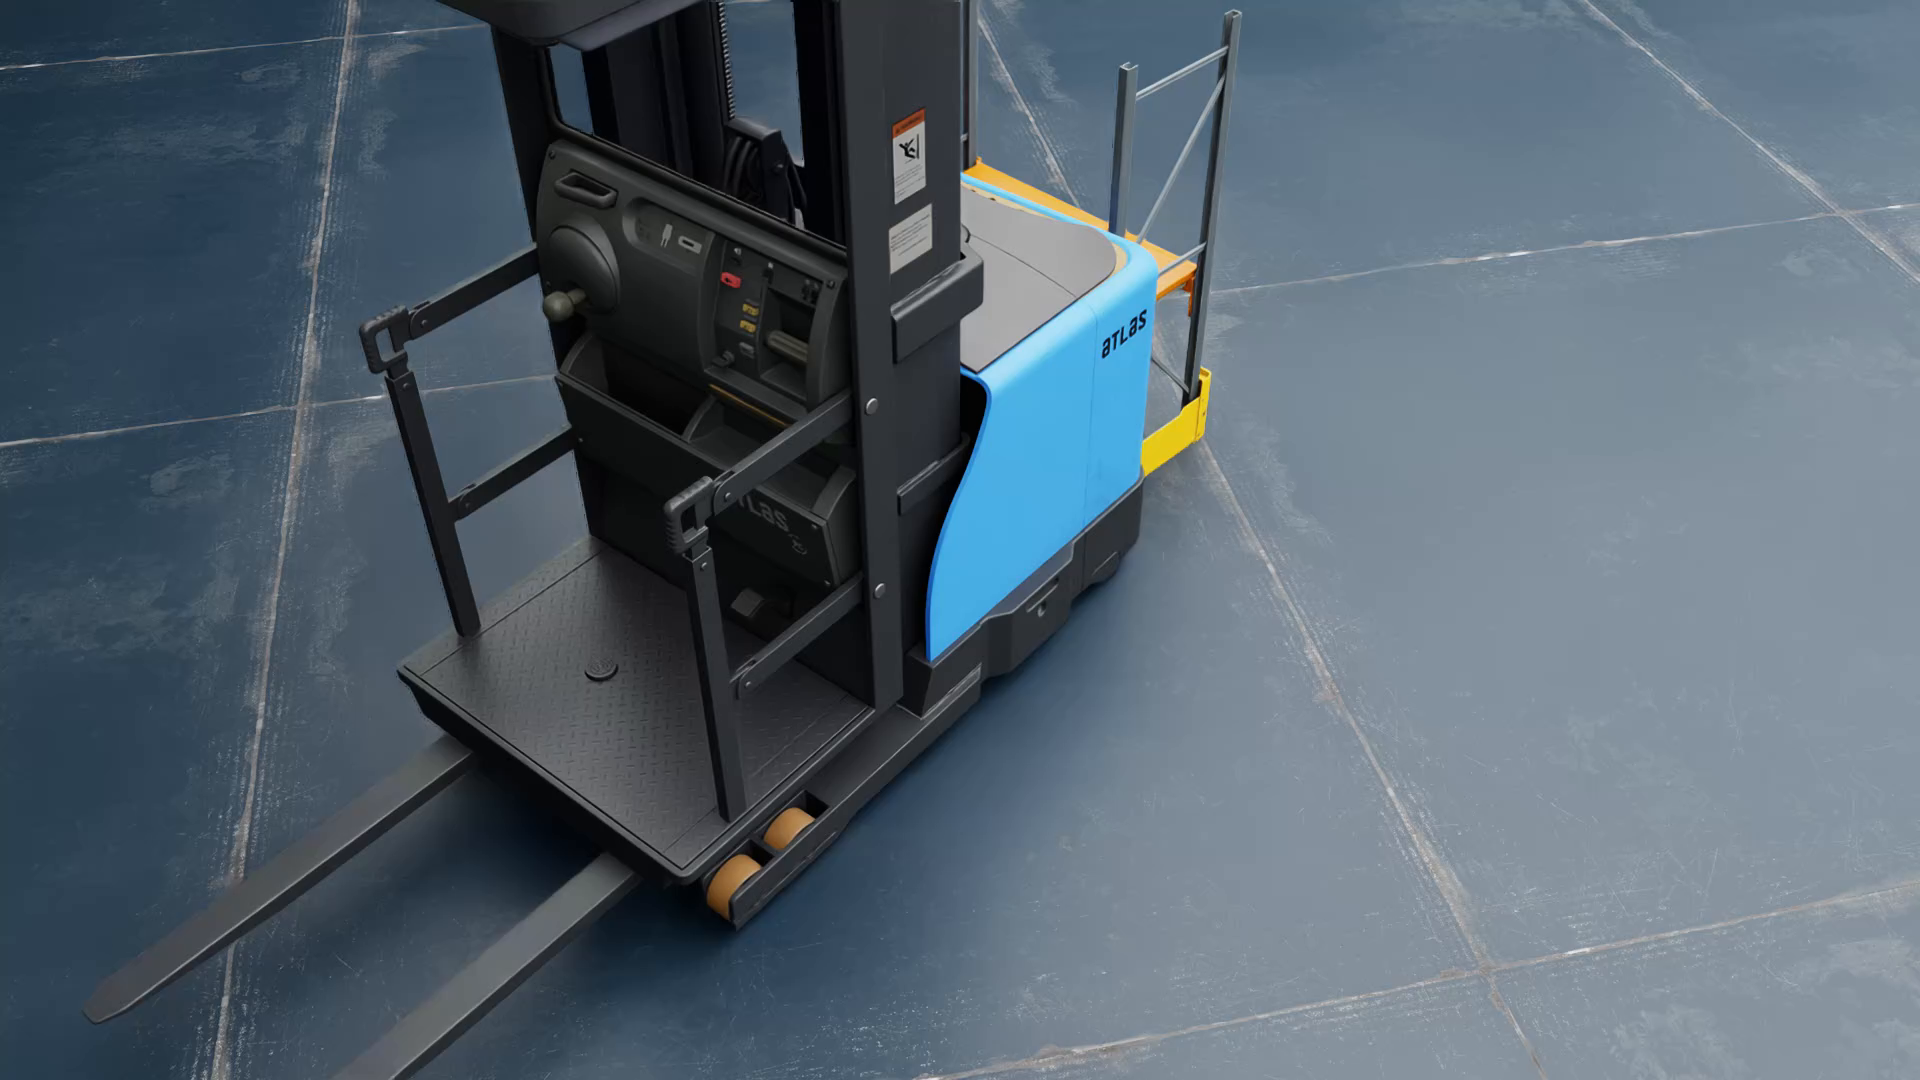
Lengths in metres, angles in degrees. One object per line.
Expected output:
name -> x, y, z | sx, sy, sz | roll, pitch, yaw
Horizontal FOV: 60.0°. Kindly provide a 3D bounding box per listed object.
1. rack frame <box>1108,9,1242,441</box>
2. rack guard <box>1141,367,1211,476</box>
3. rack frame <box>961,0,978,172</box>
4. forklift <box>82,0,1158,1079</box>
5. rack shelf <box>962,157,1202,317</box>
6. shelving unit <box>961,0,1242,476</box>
rack frame -> 0.606, -0.804, 5.025 | 0.032, 1.500, 0.500 | 33, 51, 31
rack guard -> 0.605, -0.337, 5.441 | 0.087, 0.250, 0.587 | 33, 51, 31
rack frame -> -0.125, -1.273, 5.554 | 0.032, 1.500, 0.500 | 33, 51, 31
forklift -> -0.760, -0.518, 3.626 | 1.130, 2.935, 3.031 | 28, 49, 28
rack shelf -> 0.240, -0.904, 5.409 | 1.000, 0.185, 0.538 | 33, 51, 31
shelving unit -> 0.247, -1.034, 5.285 | 1.083, 1.500, 0.587 | 33, 51, 31
